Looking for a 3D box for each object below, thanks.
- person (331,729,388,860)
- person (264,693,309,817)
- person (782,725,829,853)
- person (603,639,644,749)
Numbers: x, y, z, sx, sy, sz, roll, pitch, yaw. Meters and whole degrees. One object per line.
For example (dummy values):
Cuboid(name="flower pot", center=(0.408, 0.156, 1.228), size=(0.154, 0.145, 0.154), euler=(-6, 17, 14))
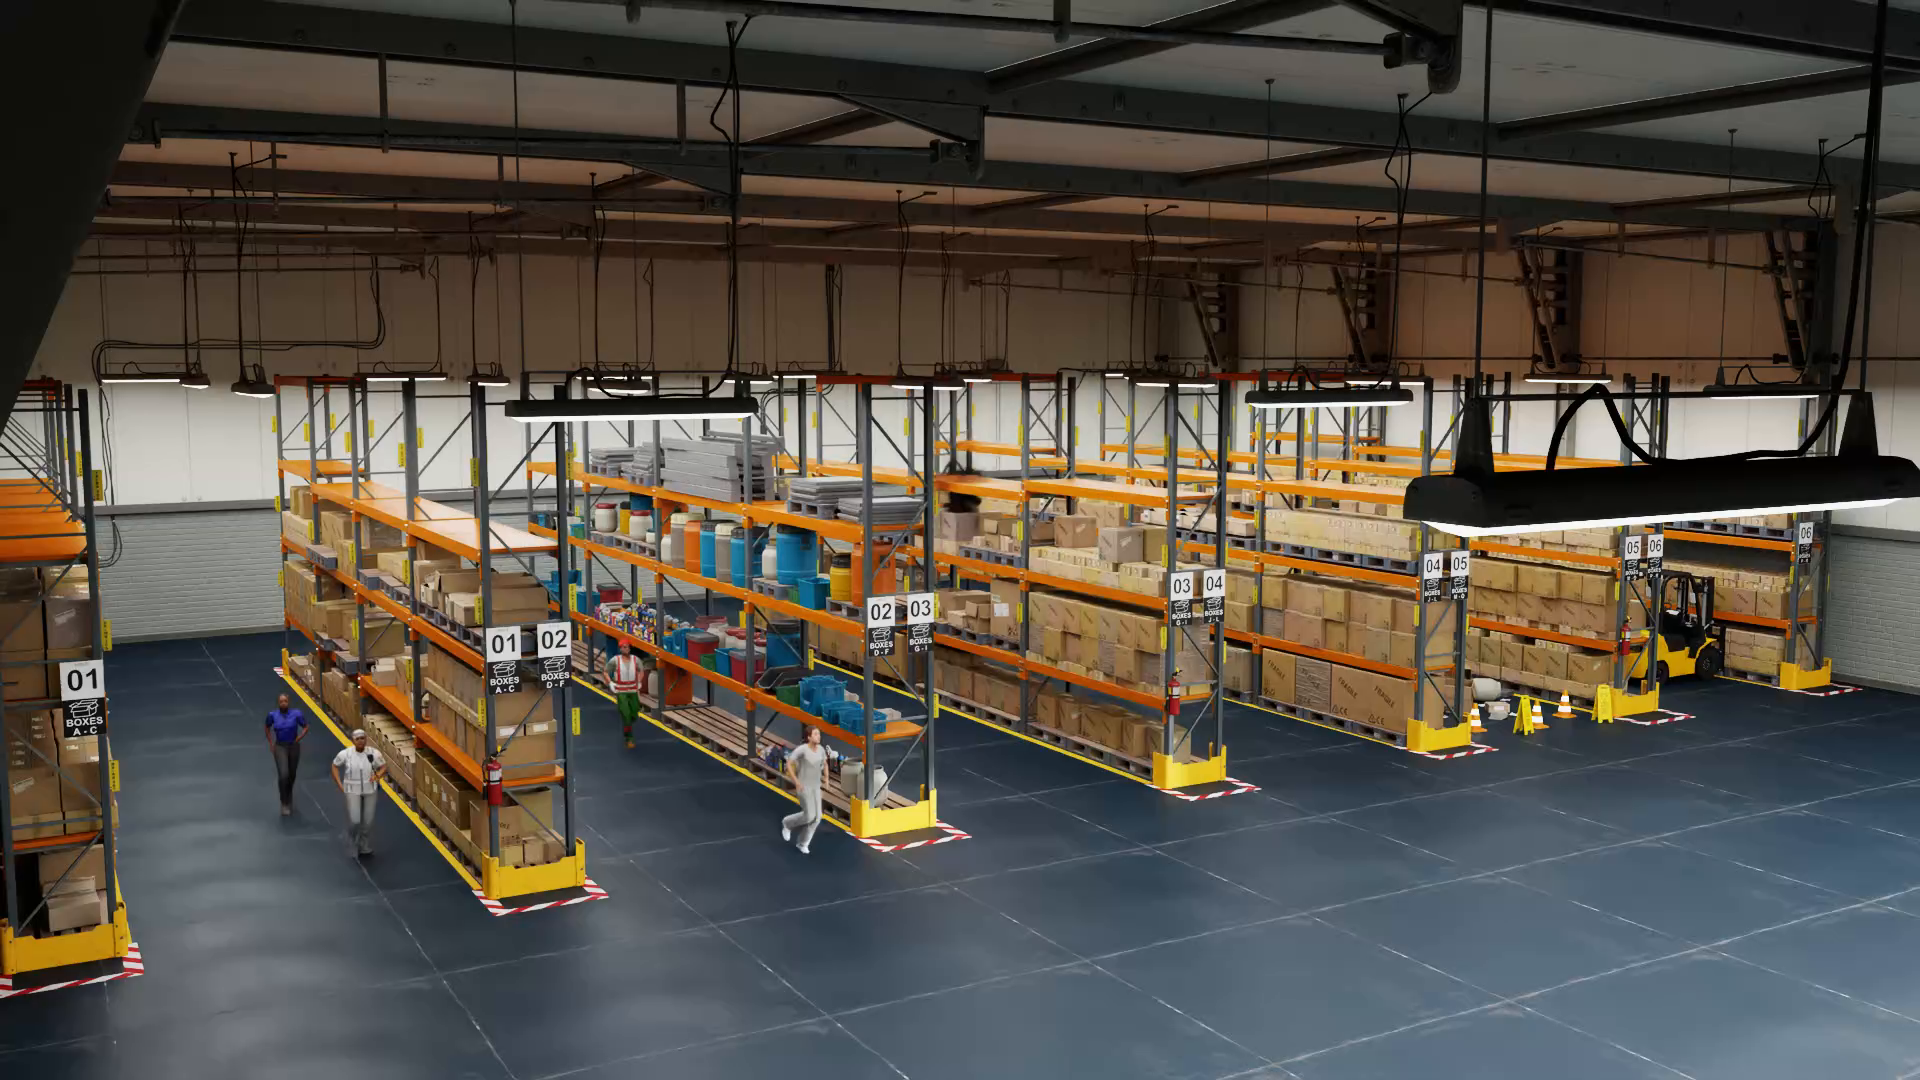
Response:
Cuboid(name="person", center=(-7.573, 3.213, 21.056), size=(0.663, 1.664, 0.583), euler=(-3, 7, -27))
Cuboid(name="person", center=(-9.439, 2.959, 23.353), size=(0.575, 1.693, 0.812), euler=(-3, 7, -29))
Cuboid(name="person", center=(-1.960, 3.205, 21.512), size=(0.550, 1.654, 0.592), euler=(6, 9, 43))
Cuboid(name="person", center=(-5.481, 2.483, 27.191), size=(0.667, 1.767, 0.740), euler=(-3, 7, -27))
